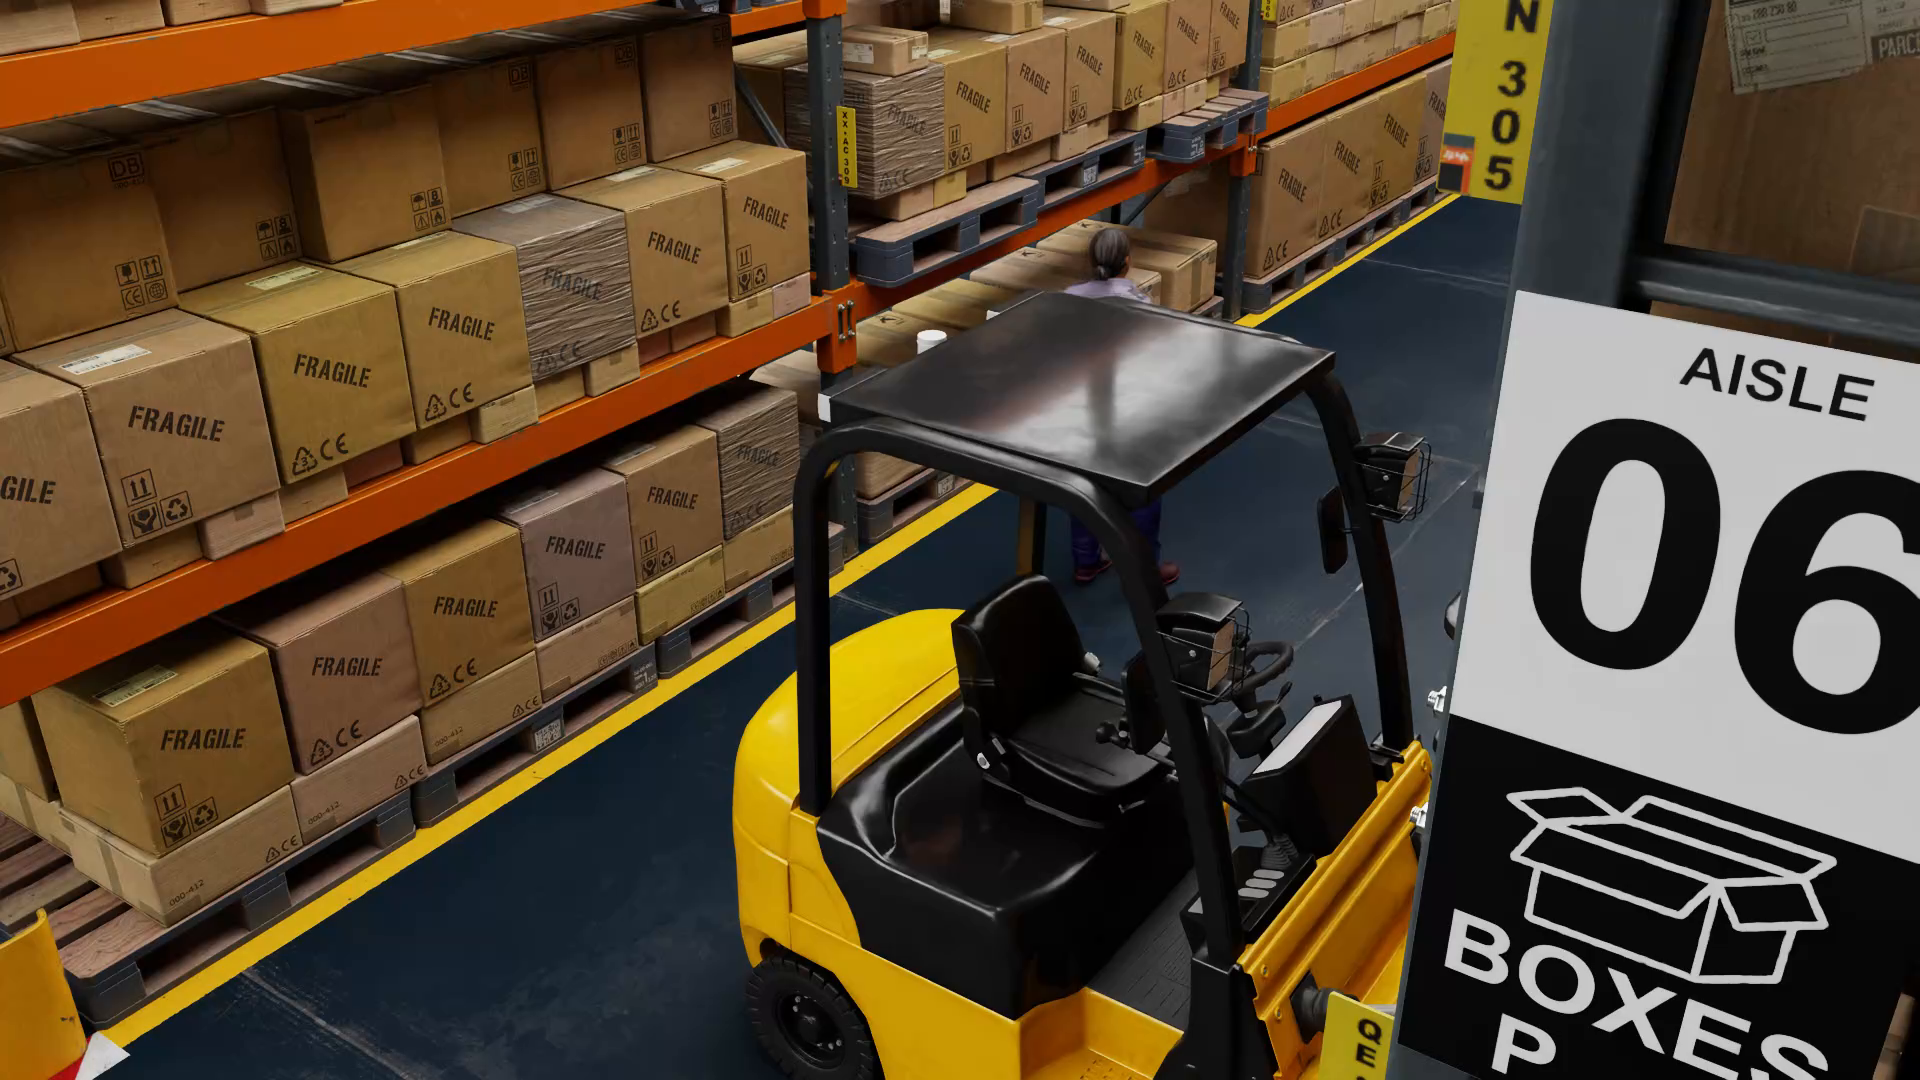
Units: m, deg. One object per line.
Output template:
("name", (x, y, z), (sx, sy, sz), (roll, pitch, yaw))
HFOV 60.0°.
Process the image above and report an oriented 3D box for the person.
("person", (0.694, -0.571, 7.243), (0.544, 1.651, 0.421), (17, 32, 30))
